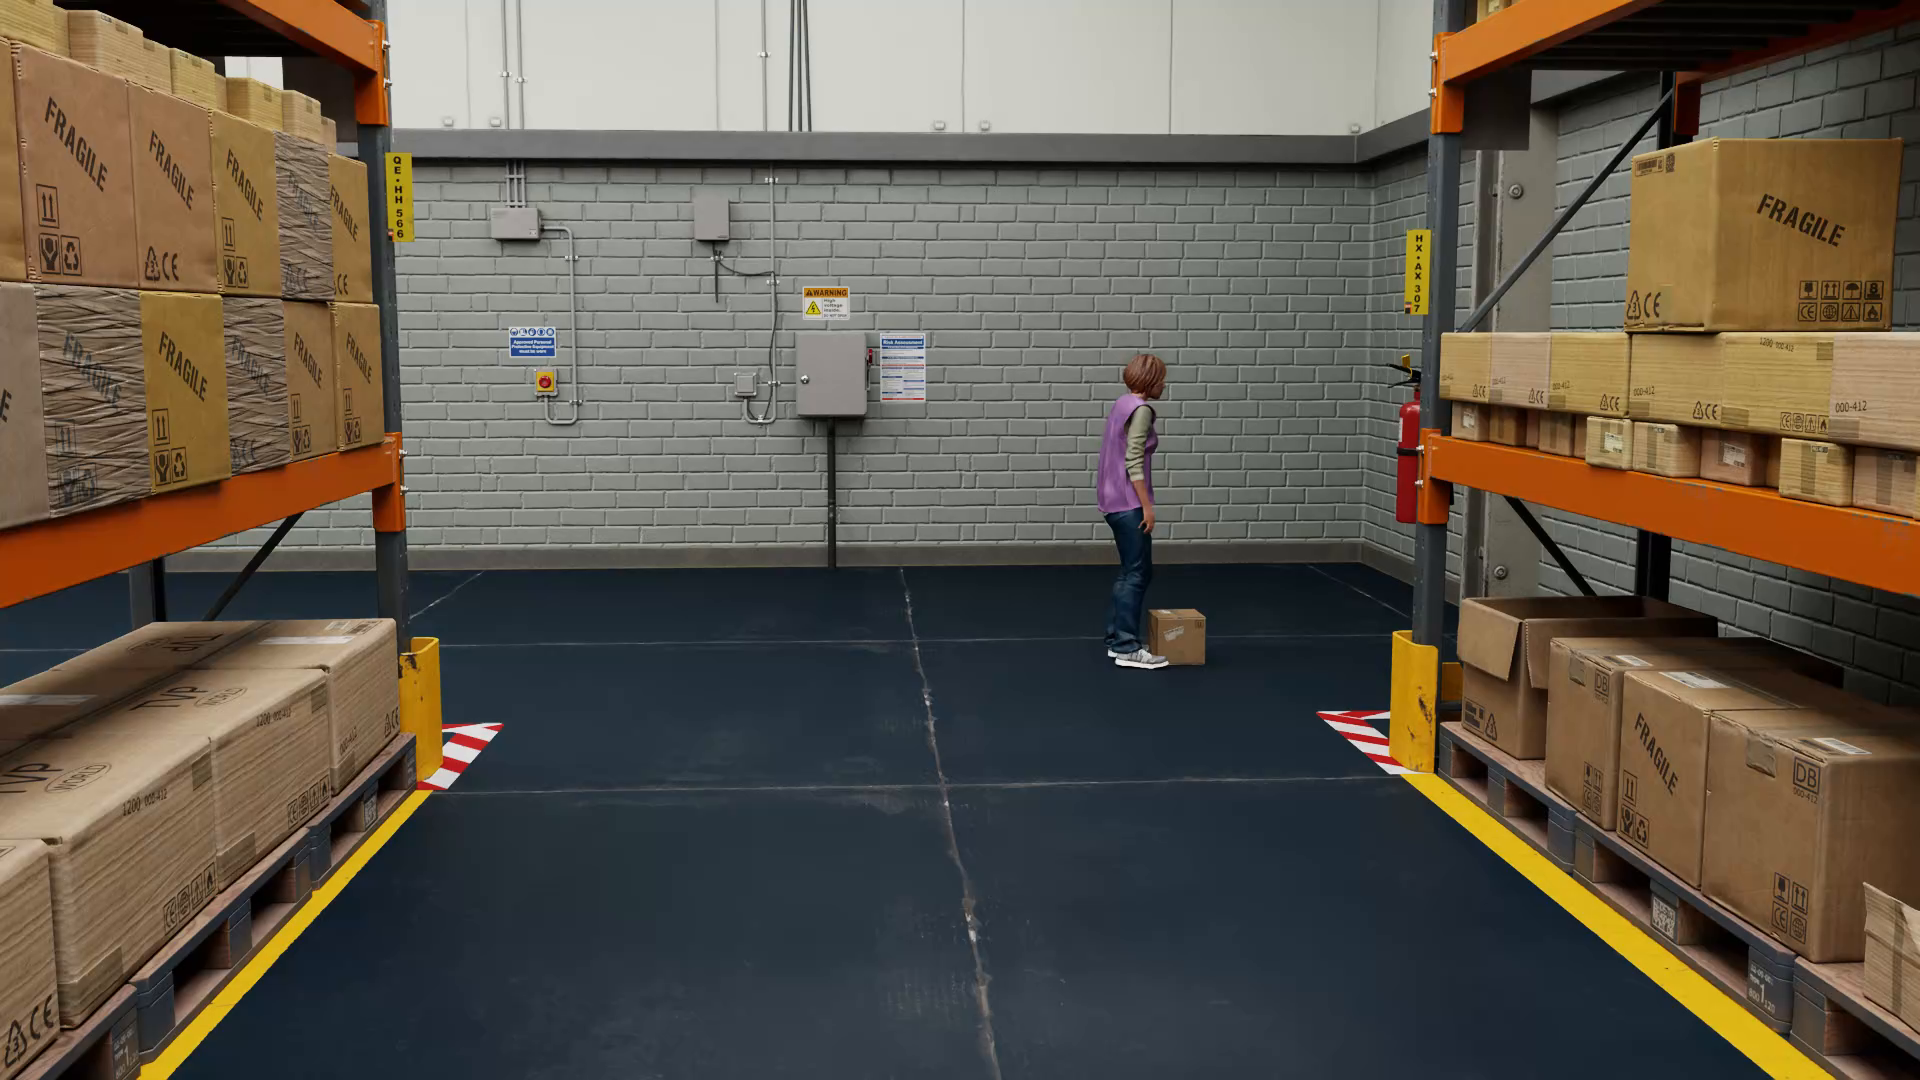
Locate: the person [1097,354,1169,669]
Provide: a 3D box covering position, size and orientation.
[{"bbox_3d":[0.890,-0.157,8.573,0.347,1.592,0.477,-1,7,-5],"label":"person"}]
